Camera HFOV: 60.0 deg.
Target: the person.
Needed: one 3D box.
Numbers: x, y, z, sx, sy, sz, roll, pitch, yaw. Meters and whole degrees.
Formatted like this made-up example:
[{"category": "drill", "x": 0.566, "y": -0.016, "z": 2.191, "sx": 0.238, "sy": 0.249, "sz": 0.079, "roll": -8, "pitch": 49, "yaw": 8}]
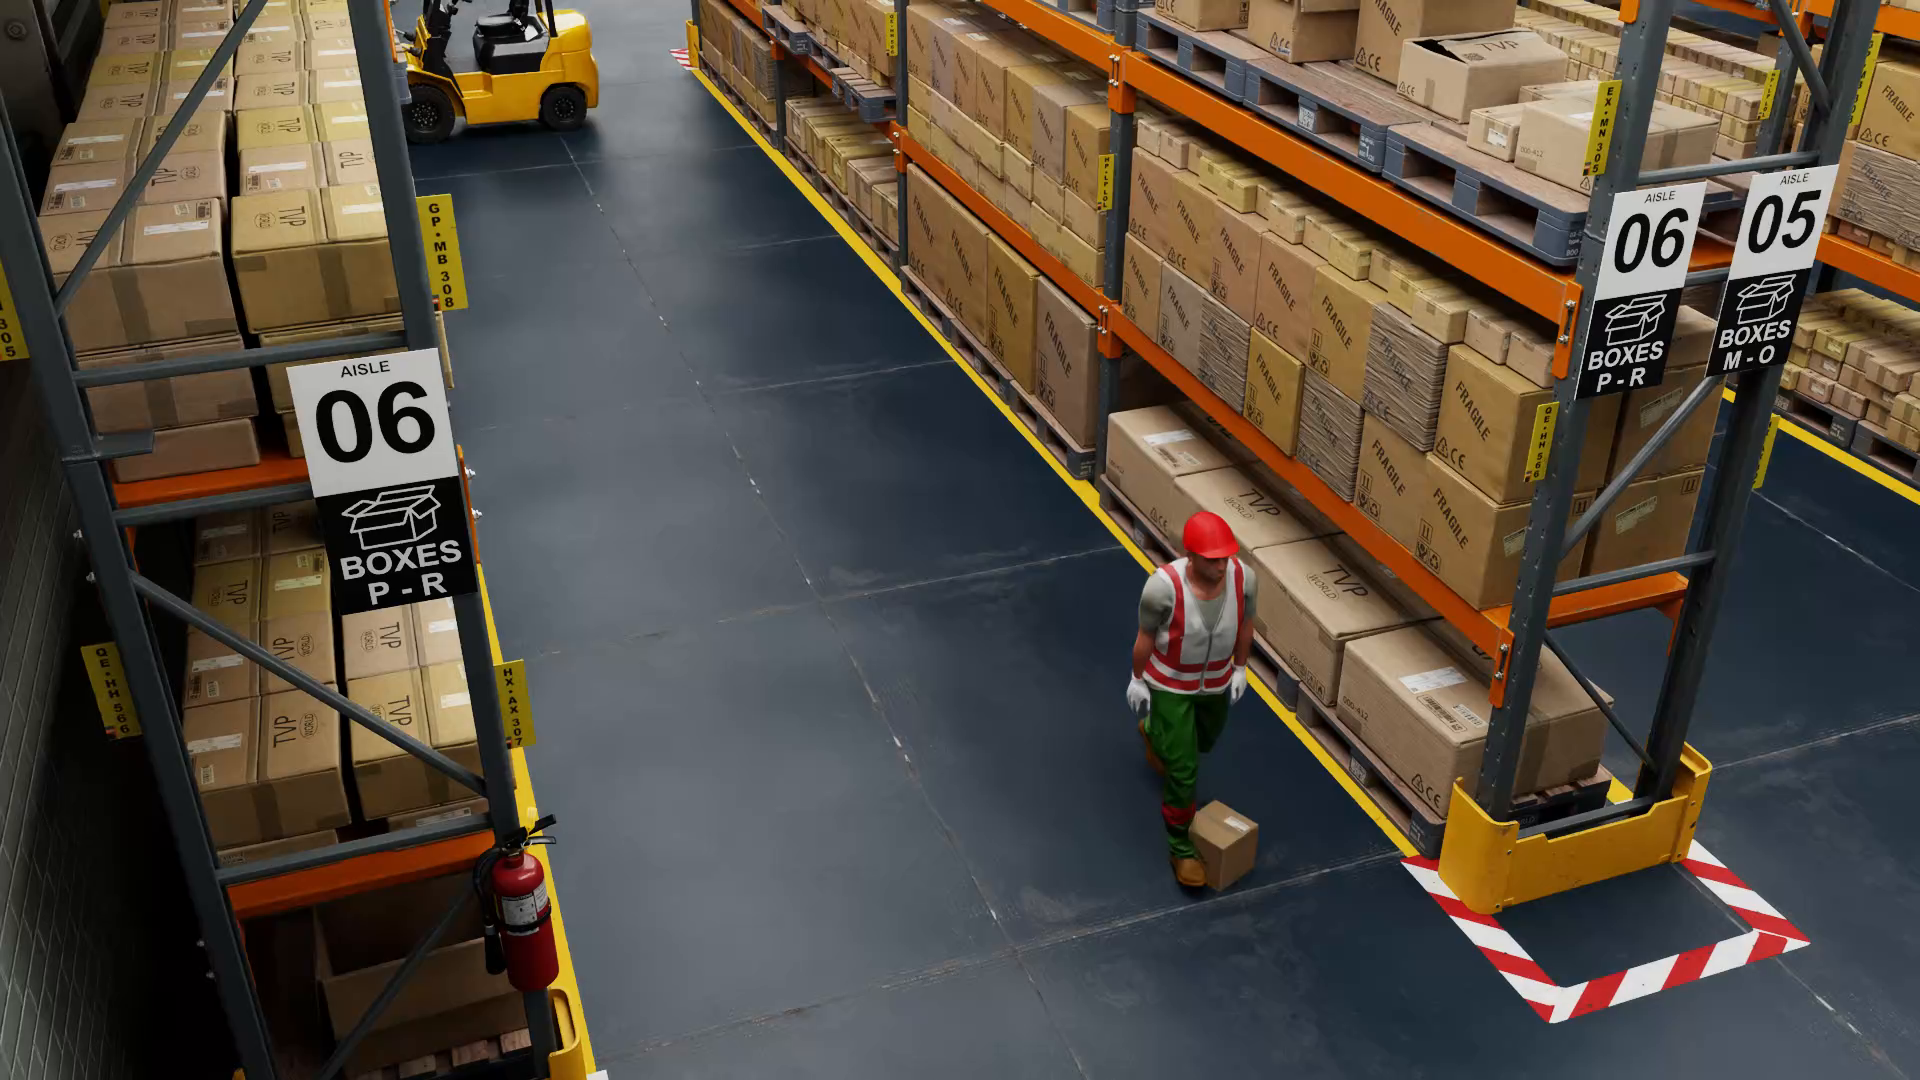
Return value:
[{"category": "person", "x": 0.994, "y": 0.575, "z": 7.333, "sx": 0.548, "sy": 1.750, "sz": 0.993, "roll": -9, "pitch": 31, "yaw": -16}]
